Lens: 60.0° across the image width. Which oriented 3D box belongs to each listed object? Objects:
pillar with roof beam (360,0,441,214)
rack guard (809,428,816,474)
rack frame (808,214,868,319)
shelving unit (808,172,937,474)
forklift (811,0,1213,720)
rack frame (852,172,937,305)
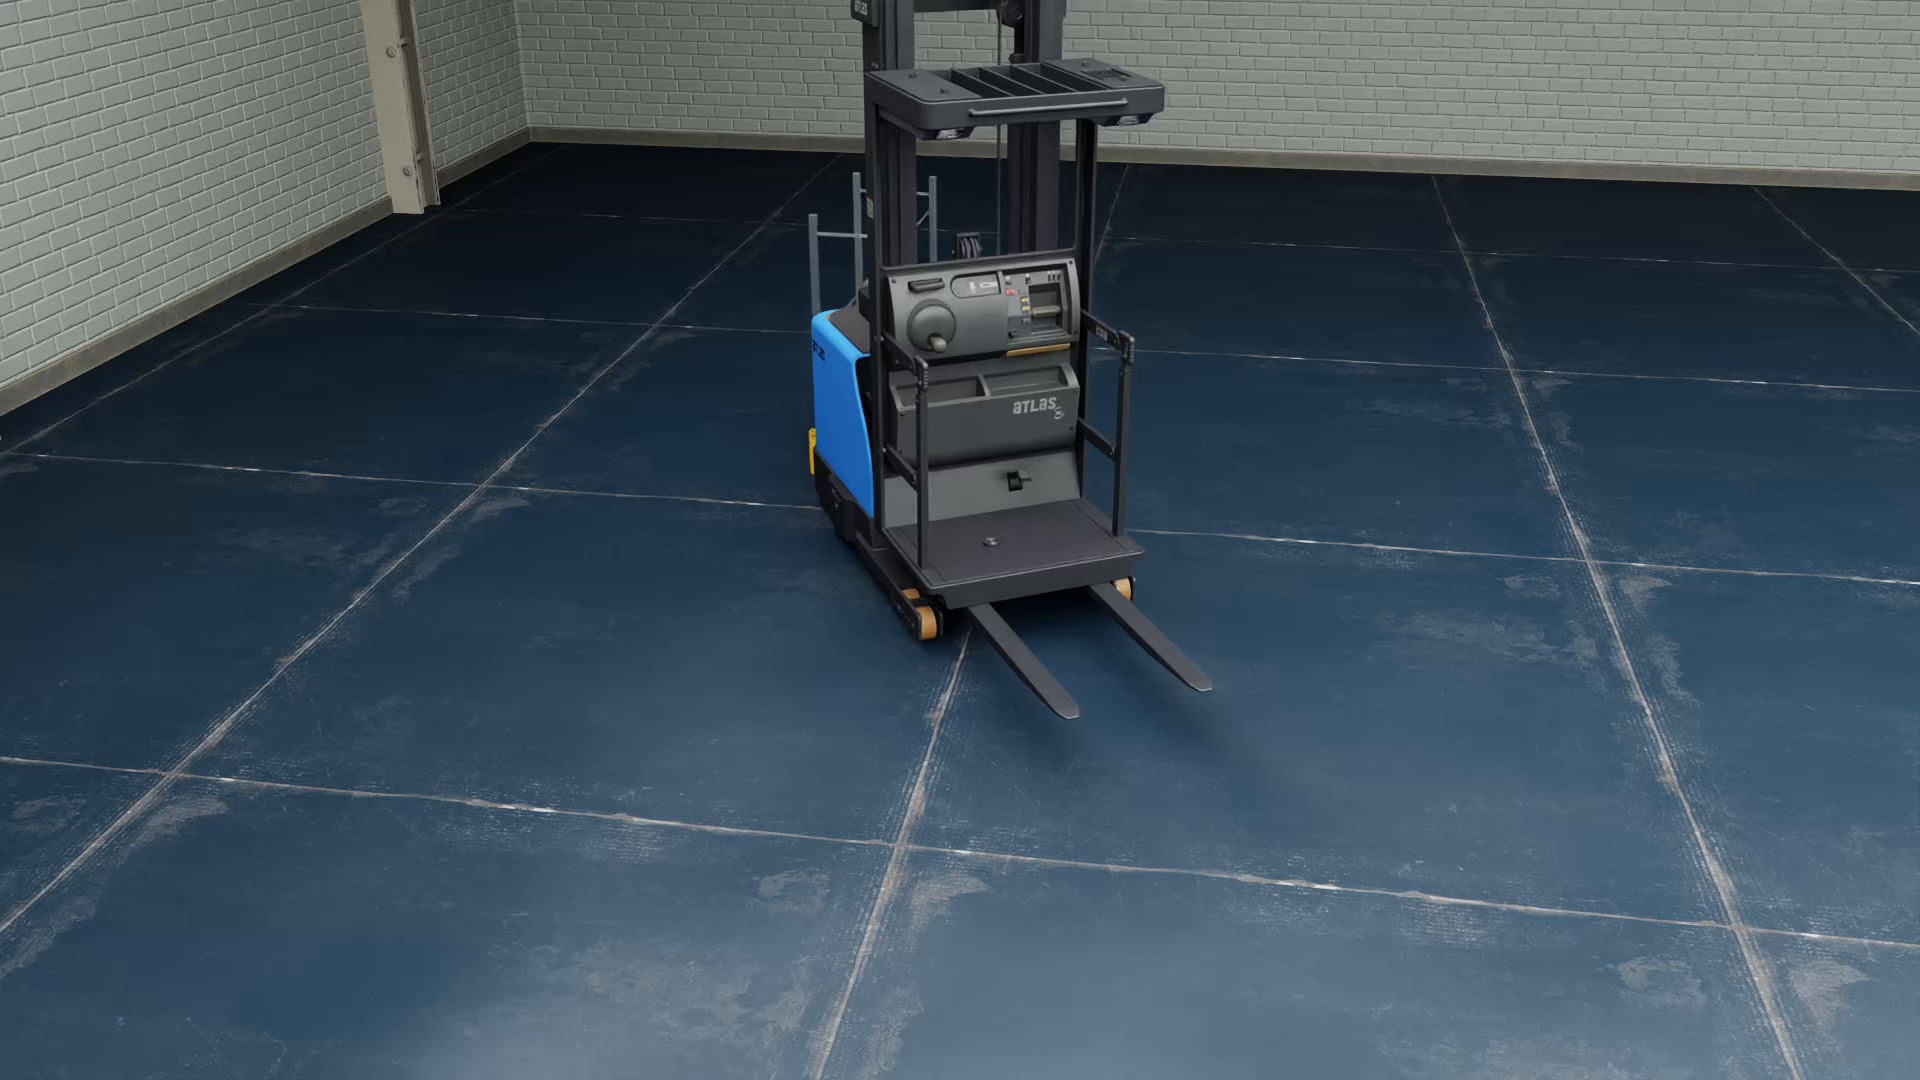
[{"bbox_3d":[-0.748,-6.825,12.715,9.100,9.000,0.400,4,25,9],"label":"pillar with roof beam"},{"bbox_3d":[-0.569,-0.492,9.506,0.587,0.250,0.087,4,25,9],"label":"rack guard"},{"bbox_3d":[-0.569,-1.058,9.240,0.500,1.500,0.032,4,25,9],"label":"rack frame"},{"bbox_3d":[-0.481,-1.266,9.685,0.587,1.500,1.083,4,25,9],"label":"shelving unit"},{"bbox_3d":[0.198,-1.056,7.548,1.130,2.935,3.031,-9,27,-19],"label":"forklift"},{"bbox_3d":[-0.390,-1.482,10.146,0.500,1.500,0.032,4,25,9],"label":"rack frame"}]
